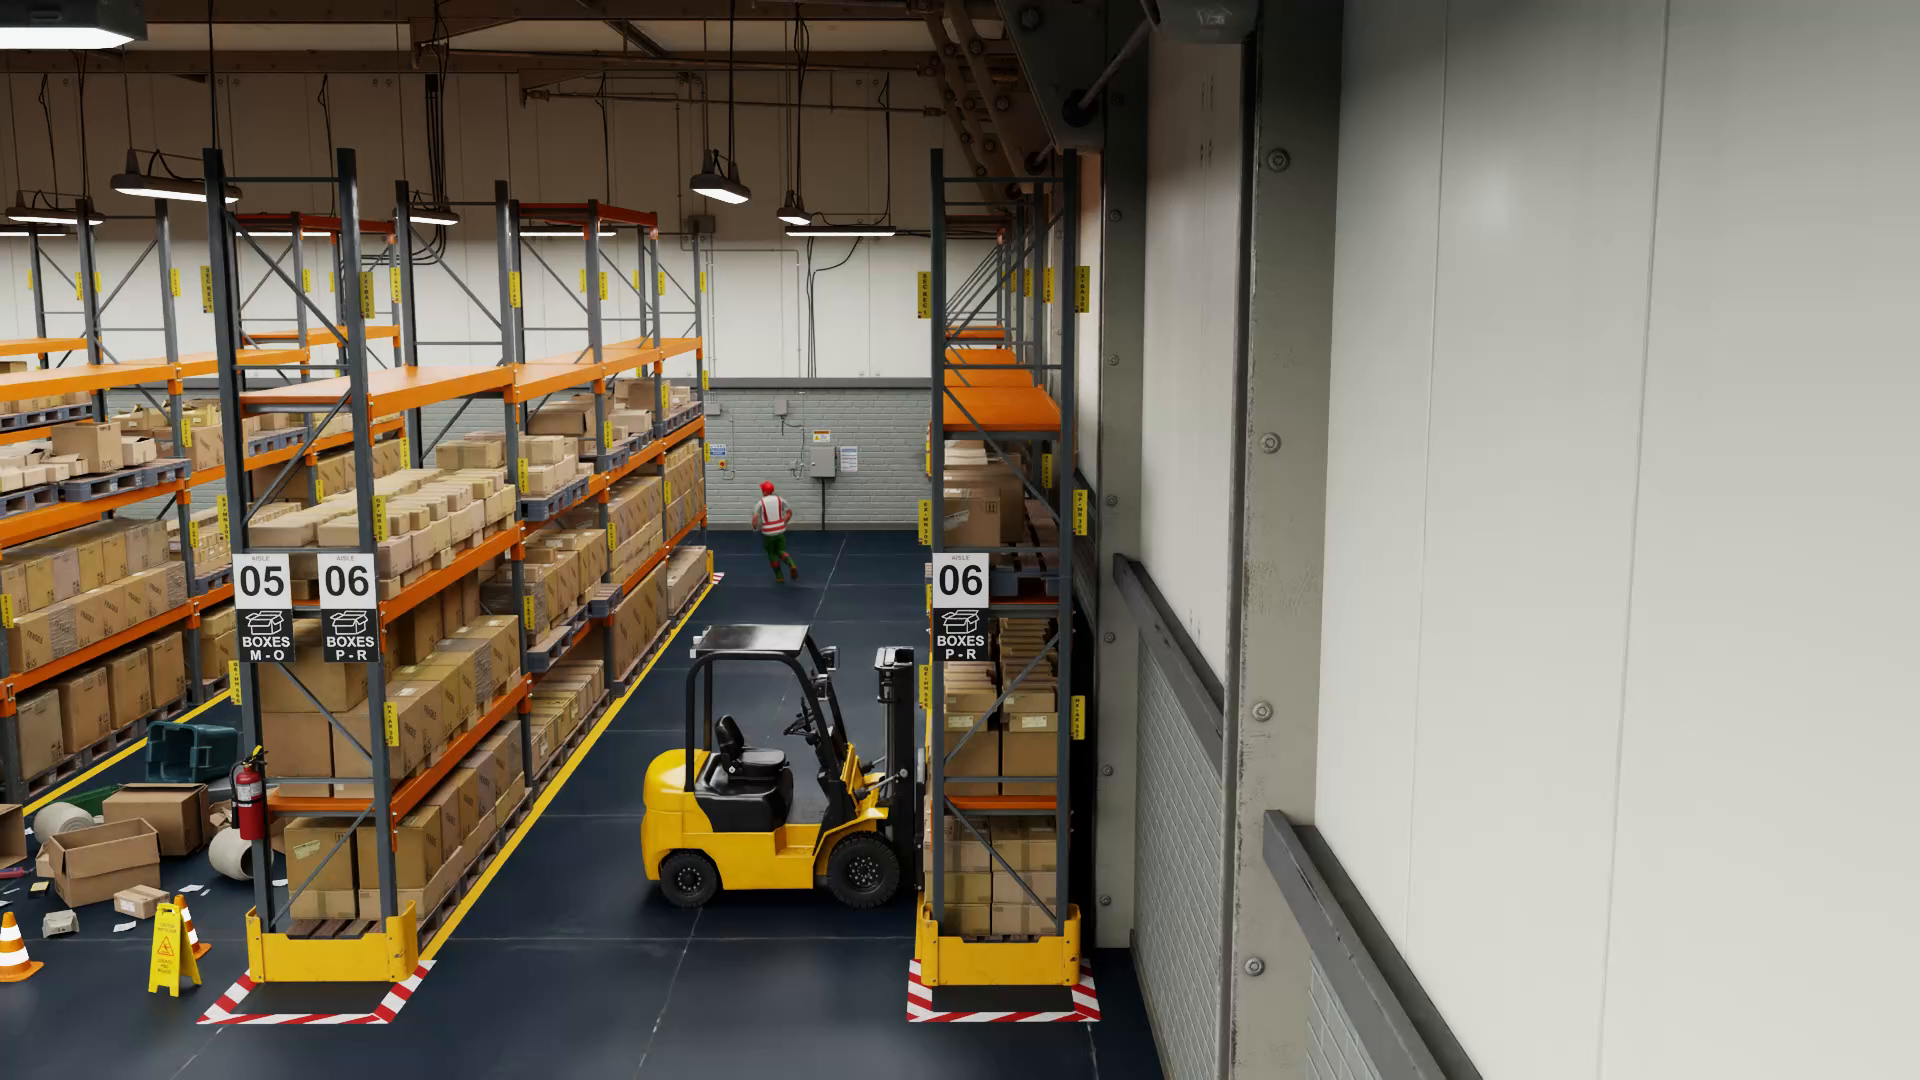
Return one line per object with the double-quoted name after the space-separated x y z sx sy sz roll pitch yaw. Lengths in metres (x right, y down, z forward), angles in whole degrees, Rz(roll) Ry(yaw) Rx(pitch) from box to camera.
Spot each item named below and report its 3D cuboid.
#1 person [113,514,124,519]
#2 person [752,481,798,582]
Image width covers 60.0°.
-12.250 0.474 24.177 0.549 1.755 0.781 -1 9 -8 "person"
-3.132 -0.124 27.769 0.719 1.735 0.659 -5 10 -29 "person"
